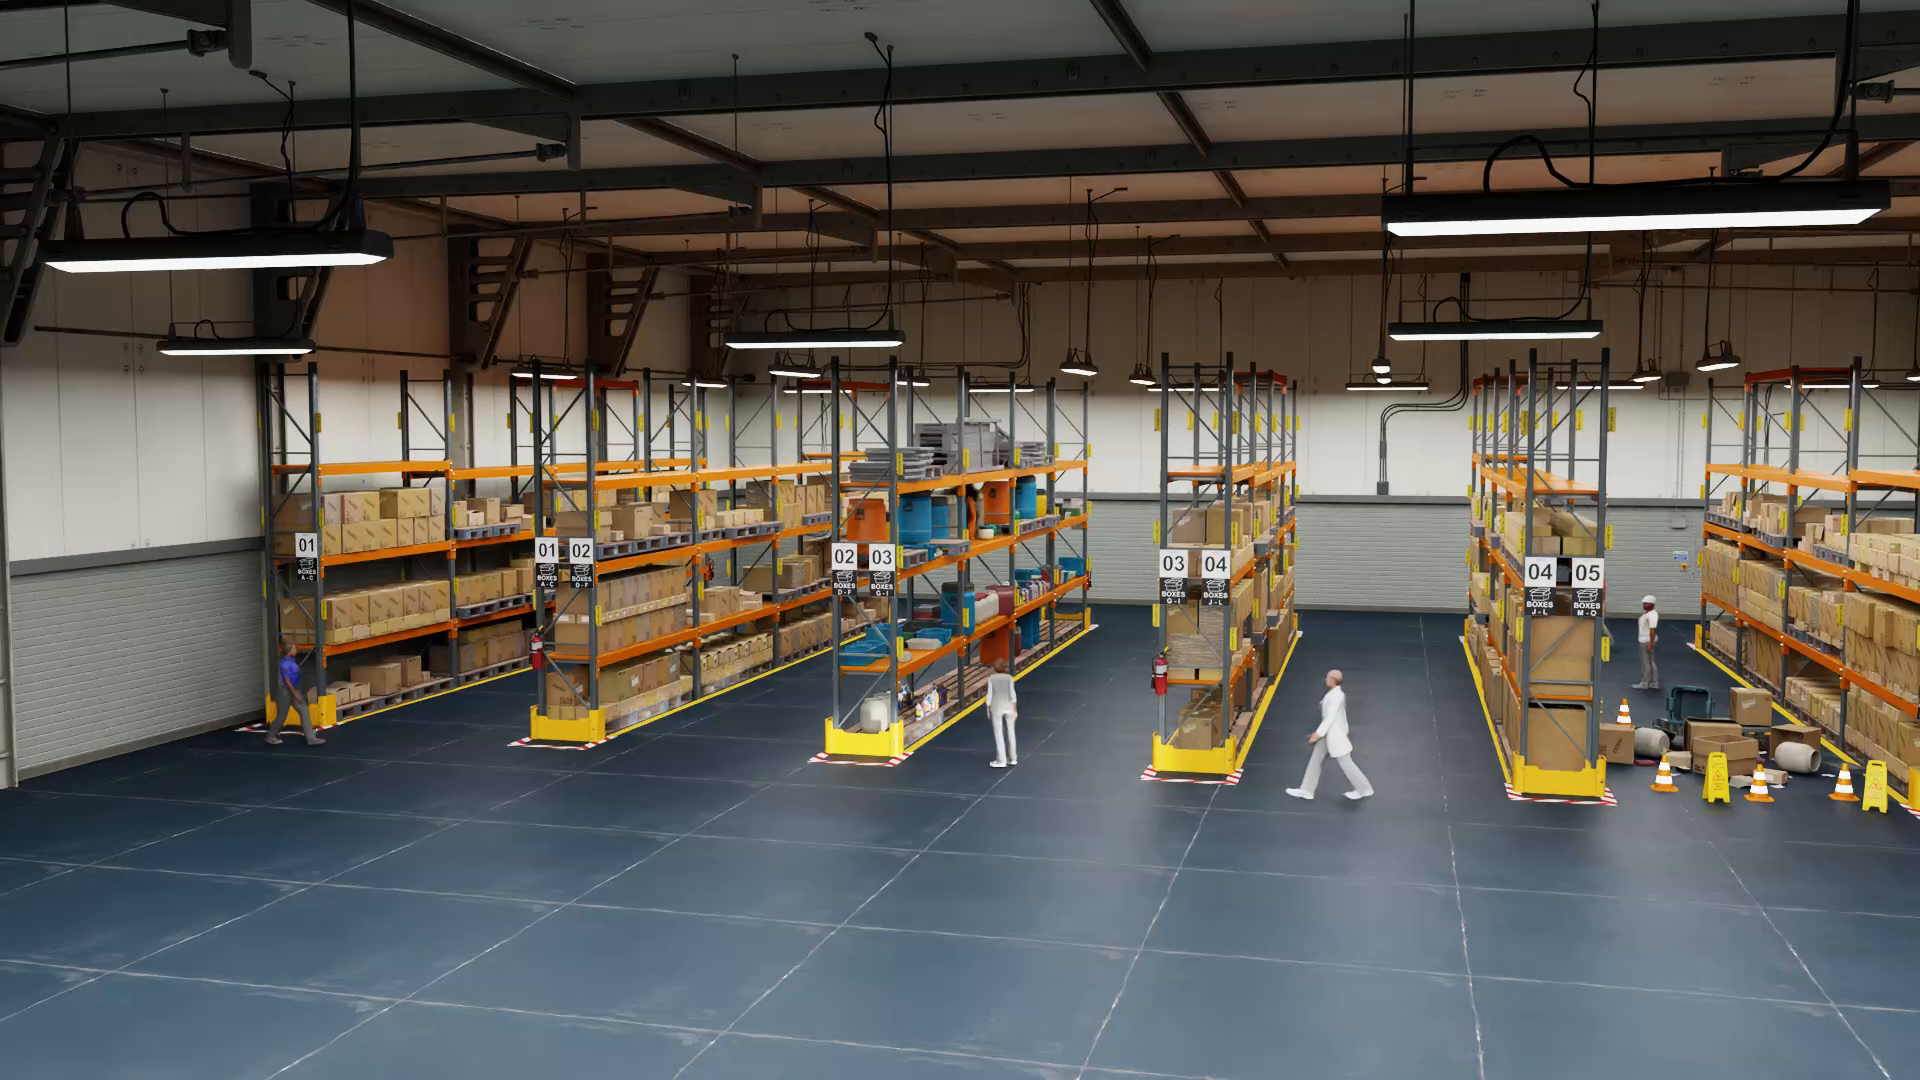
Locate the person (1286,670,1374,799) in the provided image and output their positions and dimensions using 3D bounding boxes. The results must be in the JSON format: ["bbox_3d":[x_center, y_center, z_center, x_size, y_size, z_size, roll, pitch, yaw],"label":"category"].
[{"bbox_3d":[4.909,2.584,21.999,1.094,1.739,0.521,0,4,-5],"label":"person"}]

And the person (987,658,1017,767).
[{"bbox_3d":[0.615,2.502,24.255,0.454,1.601,0.397,-1,4,-13],"label":"person"}]

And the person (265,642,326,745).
[{"bbox_3d":[-10.308,2.375,25.679,0.973,1.598,0.447,1,4,15],"label":"person"}]

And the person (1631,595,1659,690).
[{"bbox_3d":[12.957,1.923,31.335,0.441,1.772,0.580,3,5,37],"label":"person"}]

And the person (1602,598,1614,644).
[{"bbox_3d":[14.263,1.519,37.394,0.670,1.667,1.065,-3,5,-41],"label":"person"}]
